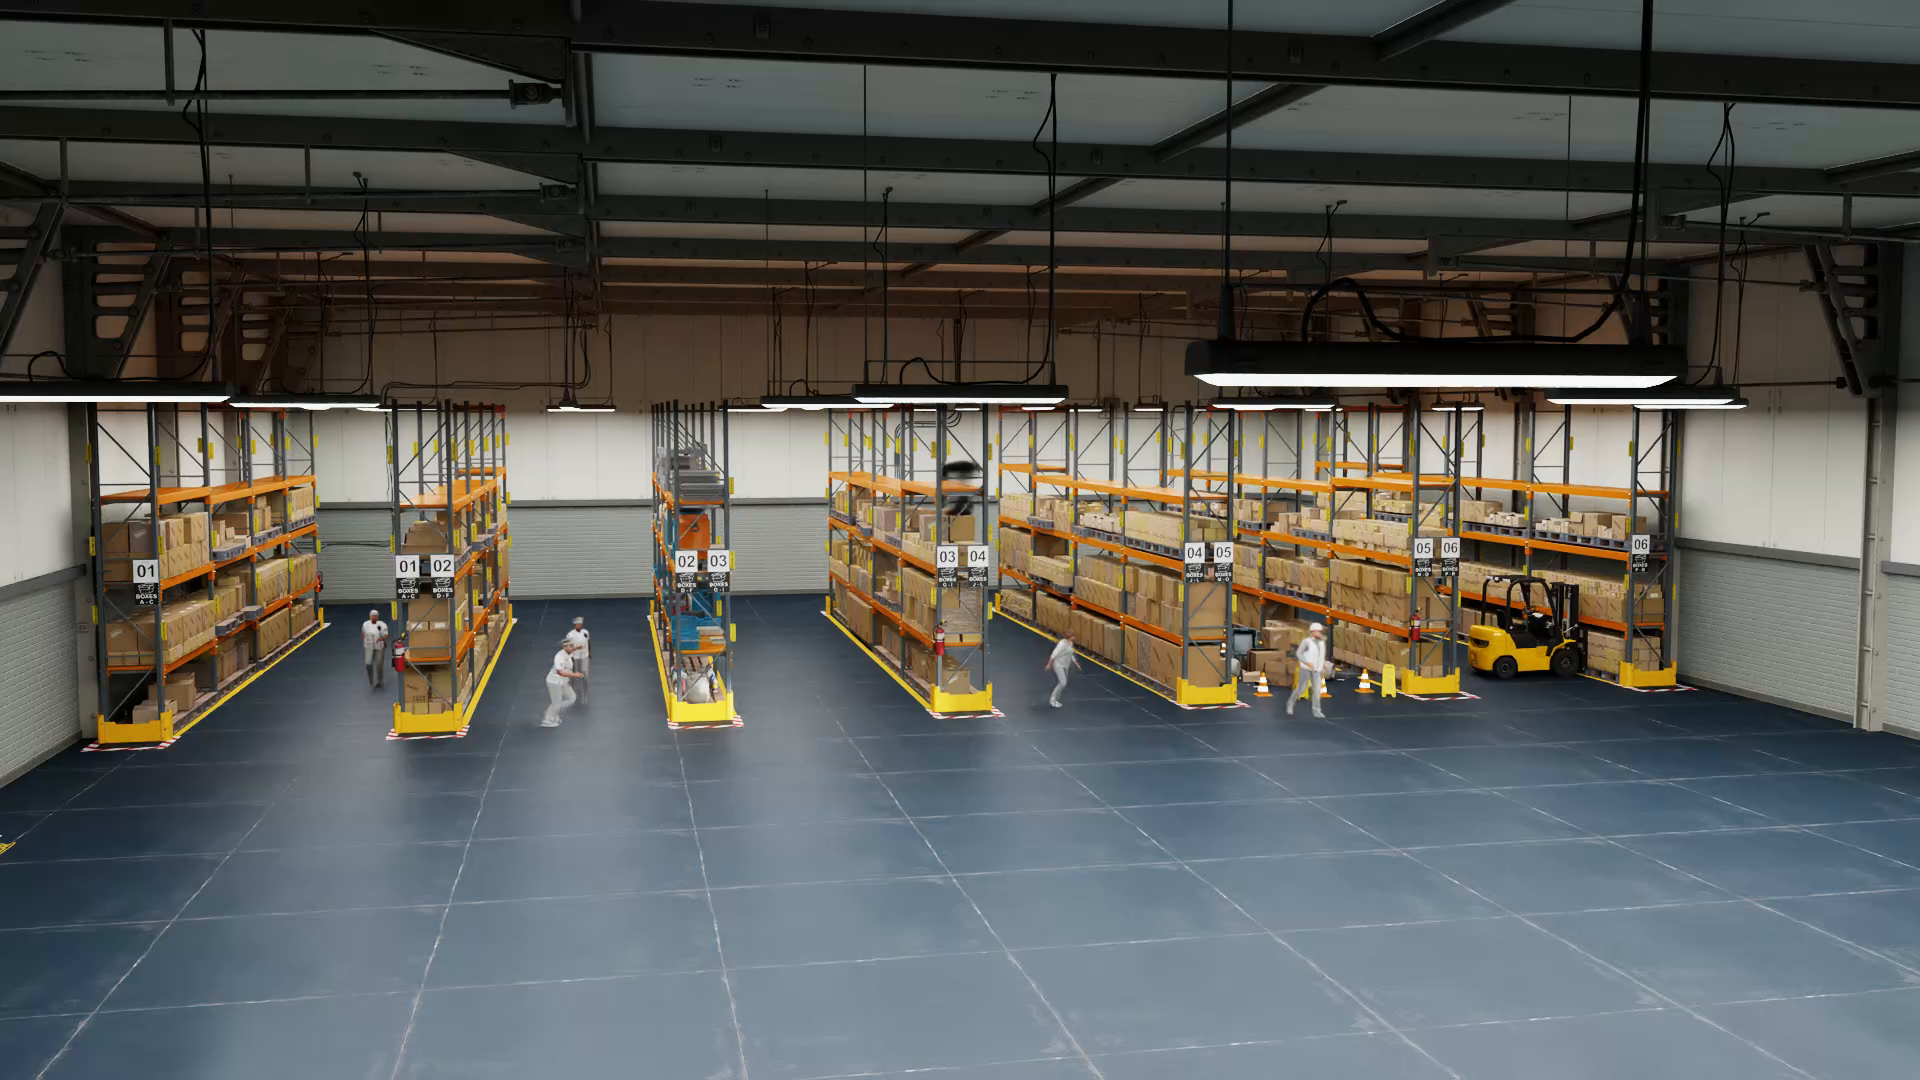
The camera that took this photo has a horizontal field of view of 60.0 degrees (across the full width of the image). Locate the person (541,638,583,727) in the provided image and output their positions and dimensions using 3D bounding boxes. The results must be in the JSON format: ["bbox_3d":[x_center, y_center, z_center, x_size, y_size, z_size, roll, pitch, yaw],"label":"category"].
[{"bbox_3d":[-7.279,2.601,30.461,0.830,1.655,0.674,1,4,7],"label":"person"}]

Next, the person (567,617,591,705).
[{"bbox_3d":[-7.580,2.390,33.065,0.523,1.745,0.847,-2,5,-22],"label":"person"}]

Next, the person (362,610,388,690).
[{"bbox_3d":[-12.251,2.293,34.828,0.527,1.683,0.781,-1,4,-16],"label":"person"}]

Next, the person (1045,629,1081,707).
[{"bbox_3d":[2.011,2.503,32.515,0.588,1.546,0.560,3,5,35],"label":"person"}]

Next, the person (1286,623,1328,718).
[{"bbox_3d":[6.666,2.442,31.408,0.689,1.753,0.933,-2,5,-26],"label":"person"}]
